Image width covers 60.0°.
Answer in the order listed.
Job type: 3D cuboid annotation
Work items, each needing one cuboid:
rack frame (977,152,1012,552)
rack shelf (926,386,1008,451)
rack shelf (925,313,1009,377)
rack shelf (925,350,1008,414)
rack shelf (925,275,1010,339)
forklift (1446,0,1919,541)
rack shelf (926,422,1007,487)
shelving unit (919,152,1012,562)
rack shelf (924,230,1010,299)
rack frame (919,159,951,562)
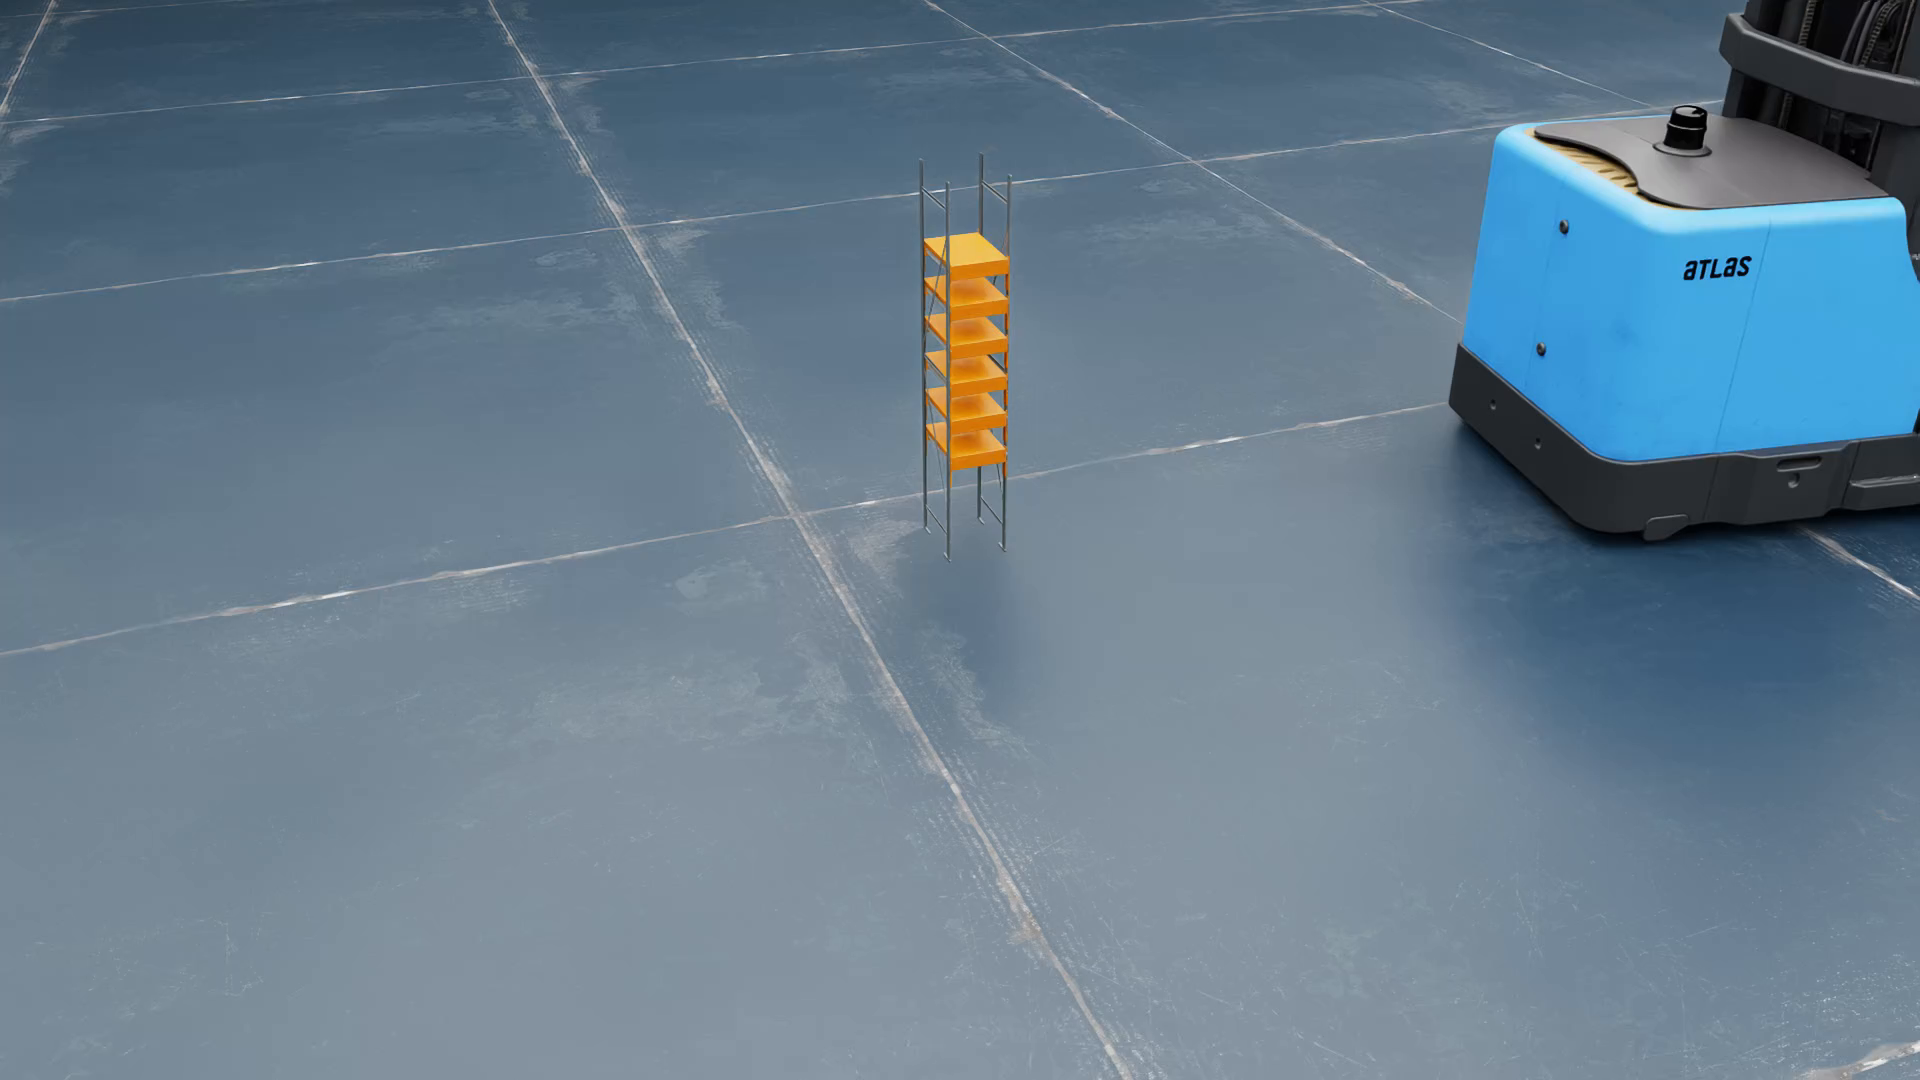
[{"bbox_3d":[0.099,-0.540,4.985,0.006,1.200,0.240,-10,31,-18],"label":"rack frame"},{"bbox_3d":[0.014,-0.381,5.039,0.180,0.103,0.258,-10,31,-18],"label":"rack shelf"},{"bbox_3d":[0.014,-0.589,4.920,0.180,0.103,0.258,-10,31,-18],"label":"rack shelf"},{"bbox_3d":[0.014,-0.485,4.979,0.180,0.103,0.258,-10,31,-18],"label":"rack shelf"},{"bbox_3d":[0.014,-0.694,4.861,0.180,0.103,0.258,-10,31,-18],"label":"rack shelf"},{"bbox_3d":[3.312,-1.630,5.150,3.031,2.935,1.130,-6,30,-10],"label":"forklift"},{"bbox_3d":[0.014,-0.277,5.098,0.180,0.103,0.258,-10,31,-18],"label":"rack shelf"},{"bbox_3d":[0.014,-0.524,4.957,0.189,1.200,0.258,-10,31,-18],"label":"shelving unit"},{"bbox_3d":[0.014,-0.798,4.801,0.180,0.103,0.258,-10,31,-18],"label":"rack shelf"},{"bbox_3d":[-0.072,-0.508,4.930,0.006,1.200,0.240,-10,31,-18],"label":"rack frame"}]
